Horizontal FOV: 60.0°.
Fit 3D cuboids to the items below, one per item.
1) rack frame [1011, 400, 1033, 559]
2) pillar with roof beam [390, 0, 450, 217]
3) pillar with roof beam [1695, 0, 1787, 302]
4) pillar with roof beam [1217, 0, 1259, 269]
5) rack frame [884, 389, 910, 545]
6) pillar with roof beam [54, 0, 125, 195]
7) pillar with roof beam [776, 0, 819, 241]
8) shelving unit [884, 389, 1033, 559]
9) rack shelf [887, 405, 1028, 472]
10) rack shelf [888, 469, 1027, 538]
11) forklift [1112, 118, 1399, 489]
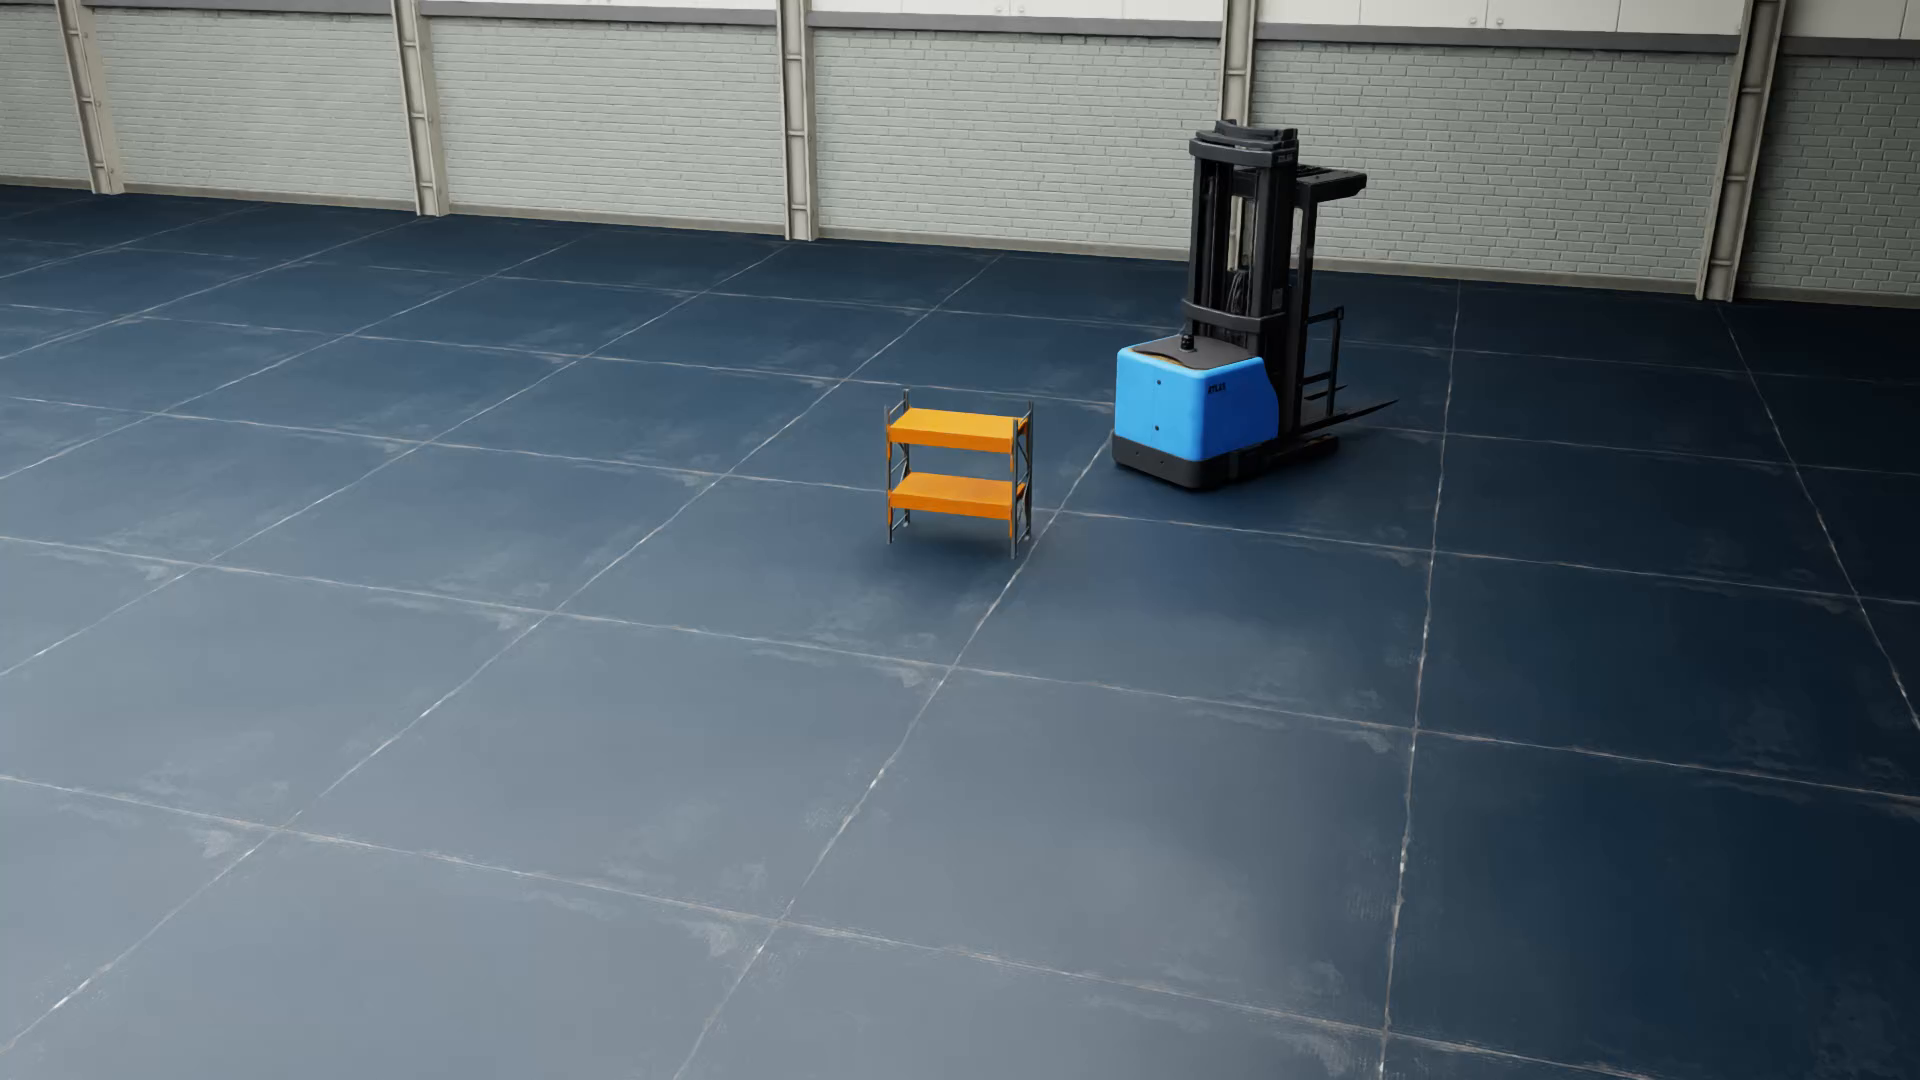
[{"bbox_3d":[0.480,-0.465,12.828,0.032,1.125,0.500,7,23,16],"label":"rack frame"},{"bbox_3d":[-9.224,-7.543,19.707,0.400,9.000,9.100,7,23,16],"label":"pillar with roof beam"},{"bbox_3d":[8.008,-5.570,14.897,0.400,9.000,9.100,7,23,16],"label":"pillar with roof beam"},{"bbox_3d":[2.264,-6.228,16.500,0.400,9.000,9.100,7,23,16],"label":"pillar with roof beam"},{"bbox_3d":[-0.493,-0.577,13.099,0.032,1.125,0.500,7,23,16],"label":"rack frame"},{"bbox_3d":[-14.969,-8.201,21.311,0.400,9.000,9.100,7,23,16],"label":"pillar with roof beam"},{"bbox_3d":[-3.480,-6.886,18.104,0.400,9.000,9.100,7,23,16],"label":"pillar with roof beam"},{"bbox_3d":[-0.006,-0.521,12.963,1.048,1.125,0.538,7,23,16],"label":"shelving unit"},{"bbox_3d":[-0.006,-0.792,12.852,1.000,0.278,0.538,7,23,16],"label":"rack shelf"},{"bbox_3d":[-0.006,-0.295,13.056,1.000,0.278,0.538,7,23,16],"label":"rack shelf"},{"bbox_3d":[2.808,-2.229,14.748,3.031,2.935,1.130,-17,28,-36],"label":"forklift"}]
